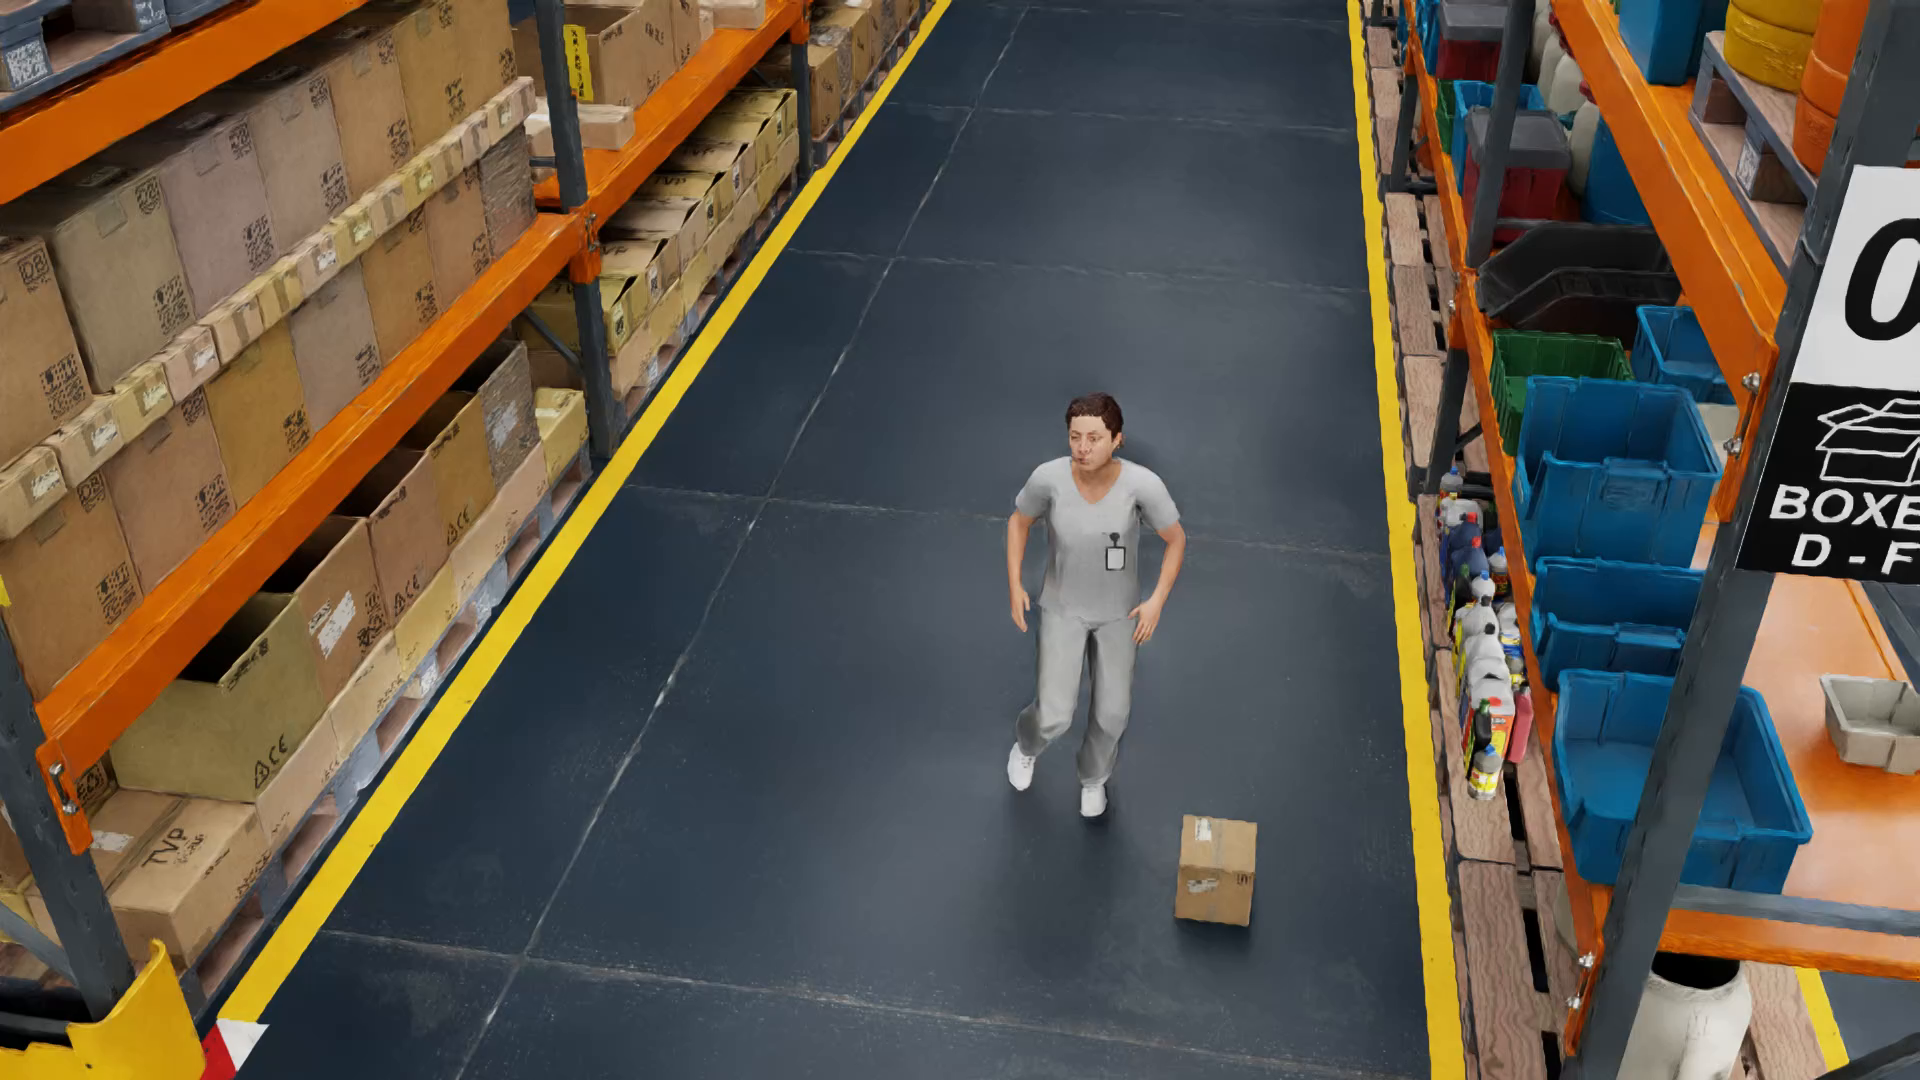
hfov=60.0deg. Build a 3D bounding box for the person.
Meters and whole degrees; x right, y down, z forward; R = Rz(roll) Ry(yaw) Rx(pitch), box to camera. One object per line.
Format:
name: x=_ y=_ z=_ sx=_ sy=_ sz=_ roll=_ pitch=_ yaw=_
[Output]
person: x=0.466 y=0.272 z=5.756 sx=0.607 sy=1.630 sz=0.462 roll=0 pitch=33 yaw=-1
